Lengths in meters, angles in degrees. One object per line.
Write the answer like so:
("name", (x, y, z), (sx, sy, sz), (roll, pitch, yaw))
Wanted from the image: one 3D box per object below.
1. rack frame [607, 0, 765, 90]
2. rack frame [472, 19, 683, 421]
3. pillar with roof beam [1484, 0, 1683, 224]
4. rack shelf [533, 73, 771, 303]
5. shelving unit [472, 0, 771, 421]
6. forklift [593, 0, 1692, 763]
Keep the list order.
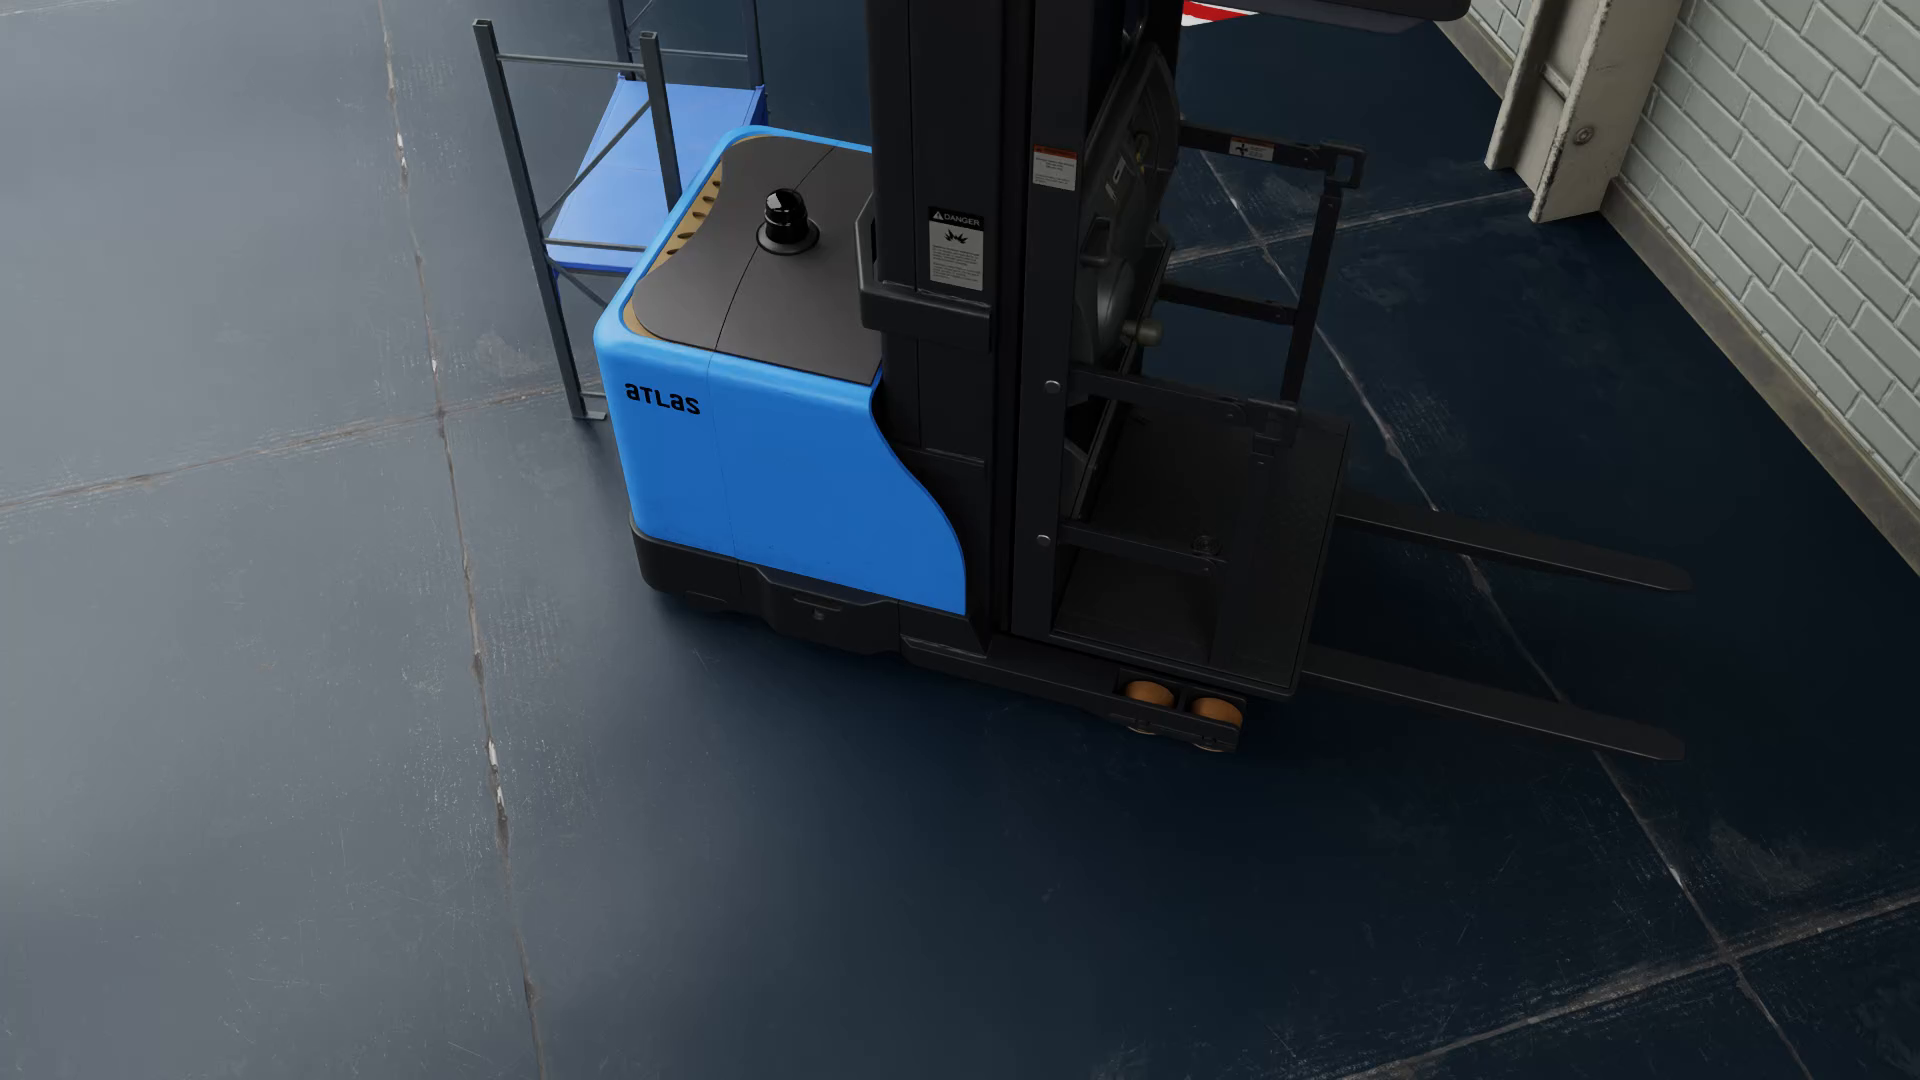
("rack frame", (-0.923, -1.652, 5.662), (0.500, 1.500, 0.032), (6, 50, 5))
("rack frame", (-1.056, -0.882, 5.012), (0.500, 1.500, 0.032), (6, 50, 5))
("pillar with roof beam", (-1.862, -3.296, 2.143), (9.100, 9.000, 0.400), (-13, 51, -11))
("rack shelf", (-0.990, -1.151, 5.475), (0.538, 0.185, 1.000), (6, 50, 5))
("shelving unit", (-0.990, -1.267, 5.337), (0.538, 1.500, 1.048), (6, 50, 5))
("forklift", (0.599, -0.801, 4.008), (3.031, 2.935, 1.130), (14, 51, 11))
